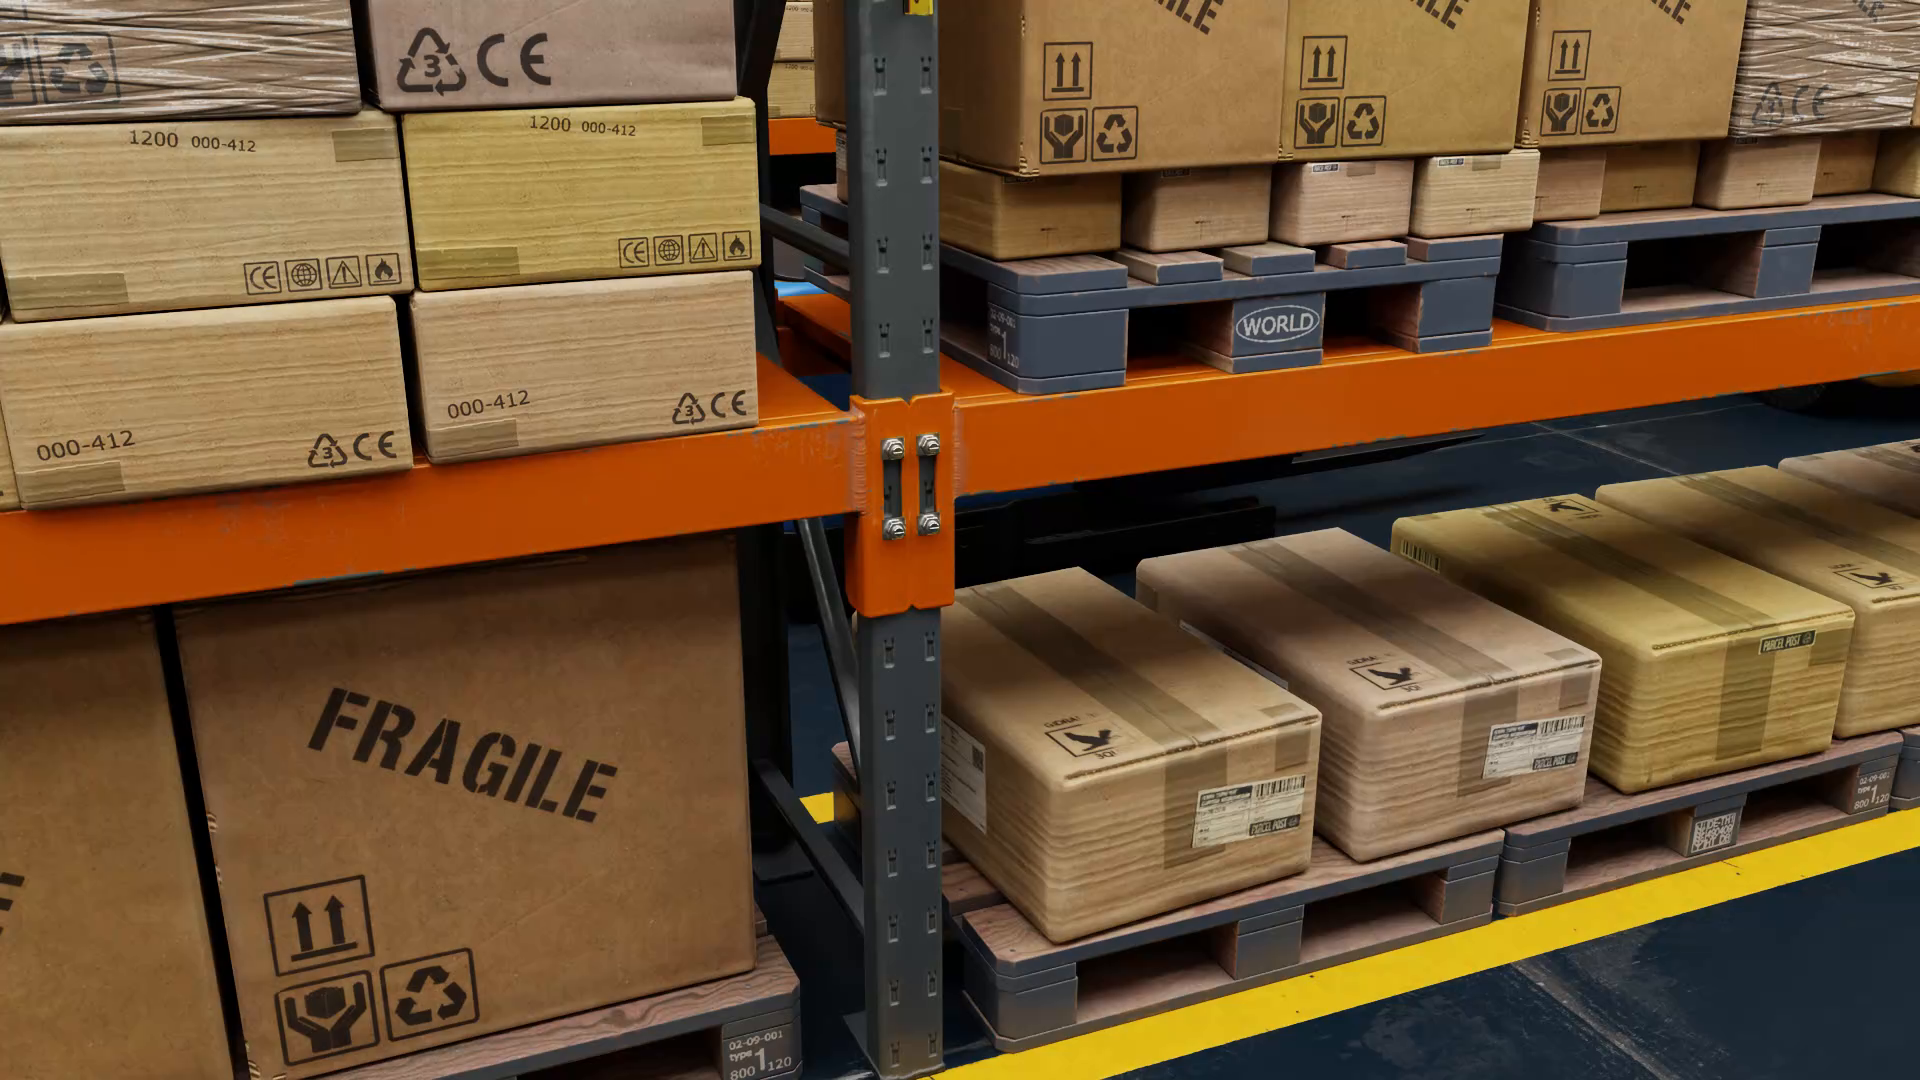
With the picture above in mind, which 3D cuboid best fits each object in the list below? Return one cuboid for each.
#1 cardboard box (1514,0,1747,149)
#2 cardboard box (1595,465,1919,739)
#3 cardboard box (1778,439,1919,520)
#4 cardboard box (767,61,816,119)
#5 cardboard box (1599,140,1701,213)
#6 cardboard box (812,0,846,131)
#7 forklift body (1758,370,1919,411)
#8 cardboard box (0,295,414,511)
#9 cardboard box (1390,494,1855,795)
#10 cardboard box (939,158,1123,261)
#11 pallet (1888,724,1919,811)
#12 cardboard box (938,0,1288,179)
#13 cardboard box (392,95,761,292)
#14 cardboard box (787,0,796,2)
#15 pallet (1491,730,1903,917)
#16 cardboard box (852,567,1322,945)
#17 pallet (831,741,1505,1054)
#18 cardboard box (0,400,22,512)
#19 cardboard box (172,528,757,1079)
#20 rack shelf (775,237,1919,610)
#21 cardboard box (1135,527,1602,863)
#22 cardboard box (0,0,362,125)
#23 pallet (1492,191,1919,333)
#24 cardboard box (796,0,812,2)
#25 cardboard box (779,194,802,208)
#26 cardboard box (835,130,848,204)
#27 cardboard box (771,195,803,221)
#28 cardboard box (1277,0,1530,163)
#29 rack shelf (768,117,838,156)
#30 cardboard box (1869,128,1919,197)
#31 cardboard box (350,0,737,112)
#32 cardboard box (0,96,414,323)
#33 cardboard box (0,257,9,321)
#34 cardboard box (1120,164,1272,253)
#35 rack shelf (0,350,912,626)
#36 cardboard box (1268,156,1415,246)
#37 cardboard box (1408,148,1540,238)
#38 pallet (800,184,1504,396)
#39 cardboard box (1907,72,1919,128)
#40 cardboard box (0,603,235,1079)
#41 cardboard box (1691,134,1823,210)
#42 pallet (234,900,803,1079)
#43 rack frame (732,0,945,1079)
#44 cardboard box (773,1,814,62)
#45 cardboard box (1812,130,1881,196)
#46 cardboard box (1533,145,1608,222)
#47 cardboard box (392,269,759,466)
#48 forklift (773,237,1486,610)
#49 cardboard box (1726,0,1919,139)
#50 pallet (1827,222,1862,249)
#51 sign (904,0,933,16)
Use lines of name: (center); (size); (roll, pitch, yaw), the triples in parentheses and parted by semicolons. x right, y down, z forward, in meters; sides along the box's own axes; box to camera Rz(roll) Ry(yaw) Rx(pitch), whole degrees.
cardboard box: (1.181, -1.066, 3.304); (0.500, 0.500, 0.500); (-8, 21, -21)
cardboard box: (2.249, 0.131, 4.458); (0.625, 0.372, 0.950); (-7, 21, -19)
cardboard box: (2.908, 0.035, 4.730); (0.625, 0.372, 0.950); (-8, 21, -21)
cardboard box: (-0.816, -2.111, 7.726); (0.500, 0.250, 0.500); (-9, 21, -24)
cardboard box: (1.325, -0.799, 3.520); (0.250, 0.149, 0.380); (-7, 21, -20)
cardboard box: (0.023, -1.080, 3.342); (0.500, 0.500, 0.500); (-9, 21, -23)
forklift body: (4.073, -1.909, 8.206); (1.214, 2.155, 2.313); (-8, 21, -22)
cardboard box: (-1.109, -0.261, 2.473); (0.500, 0.250, 0.500); (-8, 21, -21)
cardboard box: (1.611, 0.223, 4.197); (0.625, 0.372, 0.950); (-7, 21, -20)
cardboard box: (0.088, -0.615, 2.999); (0.250, 0.149, 0.380); (-9, 22, -25)
pallet: (2.674, 0.342, 4.732); (1.213, 0.211, 1.003); (-8, 21, -22)
cardboard box: (0.221, -0.924, 2.899); (0.500, 0.500, 0.500); (-9, 21, -23)
cardboard box: (-0.628, -0.574, 2.608); (0.500, 0.250, 0.500); (-8, 21, -22)
cardboard box: (-0.920, -2.526, 7.551); (0.250, 0.149, 0.380); (-8, 21, -21)
pallet: (1.552, 0.504, 4.273); (1.213, 0.211, 1.003); (-8, 21, -22)
cardboard box: (0.238, 0.420, 3.636); (0.625, 0.372, 0.950); (-10, 22, -26)
pallet: (0.434, 0.663, 3.821); (1.213, 0.211, 1.003); (-8, 21, -22)
cardboard box: (-1.577, -0.200, 2.299); (0.500, 0.250, 0.500); (-8, 21, -22)
cardboard box: (-0.951, 0.320, 3.164); (0.875, 0.875, 0.875); (-8, 21, -22)
rack shelf: (1.552, -0.473, 3.933); (4.000, 0.370, 1.077); (-8, 21, -22)
cardboard box: (0.913, 0.321, 3.919); (0.625, 0.372, 0.950); (-9, 21, -23)
cardboard box: (-1.123, -0.851, 2.266); (0.500, 0.500, 0.500); (-8, 21, -21)
pallet: (1.517, -0.732, 3.874); (1.213, 0.211, 1.003); (-8, 21, -22)
cardboard box: (-0.664, -2.541, 7.595); (0.250, 0.149, 0.380); (-8, 21, -21)
cardboard box: (-0.461, -1.396, 8.413); (0.625, 0.625, 0.875); (-9, 21, -24)
cardboard box: (-0.077, -0.744, 3.365); (0.250, 0.149, 0.380); (-7, 21, -20)
cardboard box: (-1.079, -1.307, 8.161); (0.625, 0.625, 0.875); (-7, 21, -20)
cardboard box: (0.696, -0.995, 3.100); (0.500, 0.500, 0.500); (-7, 21, -19)
rack shelf: (-0.417, -1.987, 8.231); (4.000, 0.370, 1.077); (-8, 21, -22)
cardboard box: (2.083, -0.874, 3.733); (0.250, 0.149, 0.380); (-8, 21, -22)
cardboard box: (-0.655, -0.921, 2.464); (0.500, 0.500, 0.500); (-9, 21, -23)
cardboard box: (-1.098, -0.505, 2.413); (0.500, 0.250, 0.500); (-9, 21, -23)
cardboard box: (-1.560, -0.431, 2.204); (0.500, 0.250, 0.500); (-9, 21, -23)
cardboard box: (0.361, -0.642, 3.076); (0.250, 0.149, 0.380); (-10, 22, -25)
rack shelf: (-2.121, 0.053, 2.439); (4.000, 0.370, 1.077); (-8, 21, -22)
cardboard box: (0.630, -0.664, 3.138); (0.250, 0.149, 0.380); (-10, 22, -25)
cardboard box: (0.891, -0.694, 3.223); (0.250, 0.149, 0.380); (-8, 21, -22)
pallet: (0.328, -0.585, 3.457); (1.003, 0.211, 1.213); (-8, 21, -22)
cardboard box: (2.124, -1.199, 3.680); (0.500, 0.500, 0.500); (-7, 21, -20)
cardboard box: (-1.772, 0.436, 2.834); (0.875, 0.875, 0.875); (-8, 21, -21)
cardboard box: (1.591, -0.813, 3.561); (0.250, 0.149, 0.380); (-7, 21, -20)
pallet: (-1.038, 0.846, 3.301); (1.213, 0.211, 1.003); (-8, 21, -22)
rack frame: (-0.284, -0.550, 3.067); (0.127, 3.000, 1.000); (-8, 21, -22)
cardboard box: (-0.802, -2.341, 7.626); (0.500, 0.250, 0.500); (-9, 21, -23)
cardboard box: (1.800, -0.870, 3.724); (0.250, 0.149, 0.380); (-9, 21, -24)
cardboard box: (1.081, -0.750, 3.380); (0.250, 0.149, 0.380); (-7, 21, -19)
cardboard box: (-0.646, -0.333, 2.678); (0.500, 0.250, 0.500); (-9, 21, -24)
forklift: (0.563, -1.473, 5.791); (3.031, 2.935, 1.130); (-9, 21, -24)
cardboard box: (1.643, -1.130, 3.484); (0.500, 0.500, 0.500); (-9, 21, -24)
pallet: (2.629, -0.929, 4.434); (1.213, 0.211, 1.003); (-8, 21, -22)
sign: (-0.061, -0.927, 2.395); (0.005, 0.325, 0.100); (-8, 21, -22)
